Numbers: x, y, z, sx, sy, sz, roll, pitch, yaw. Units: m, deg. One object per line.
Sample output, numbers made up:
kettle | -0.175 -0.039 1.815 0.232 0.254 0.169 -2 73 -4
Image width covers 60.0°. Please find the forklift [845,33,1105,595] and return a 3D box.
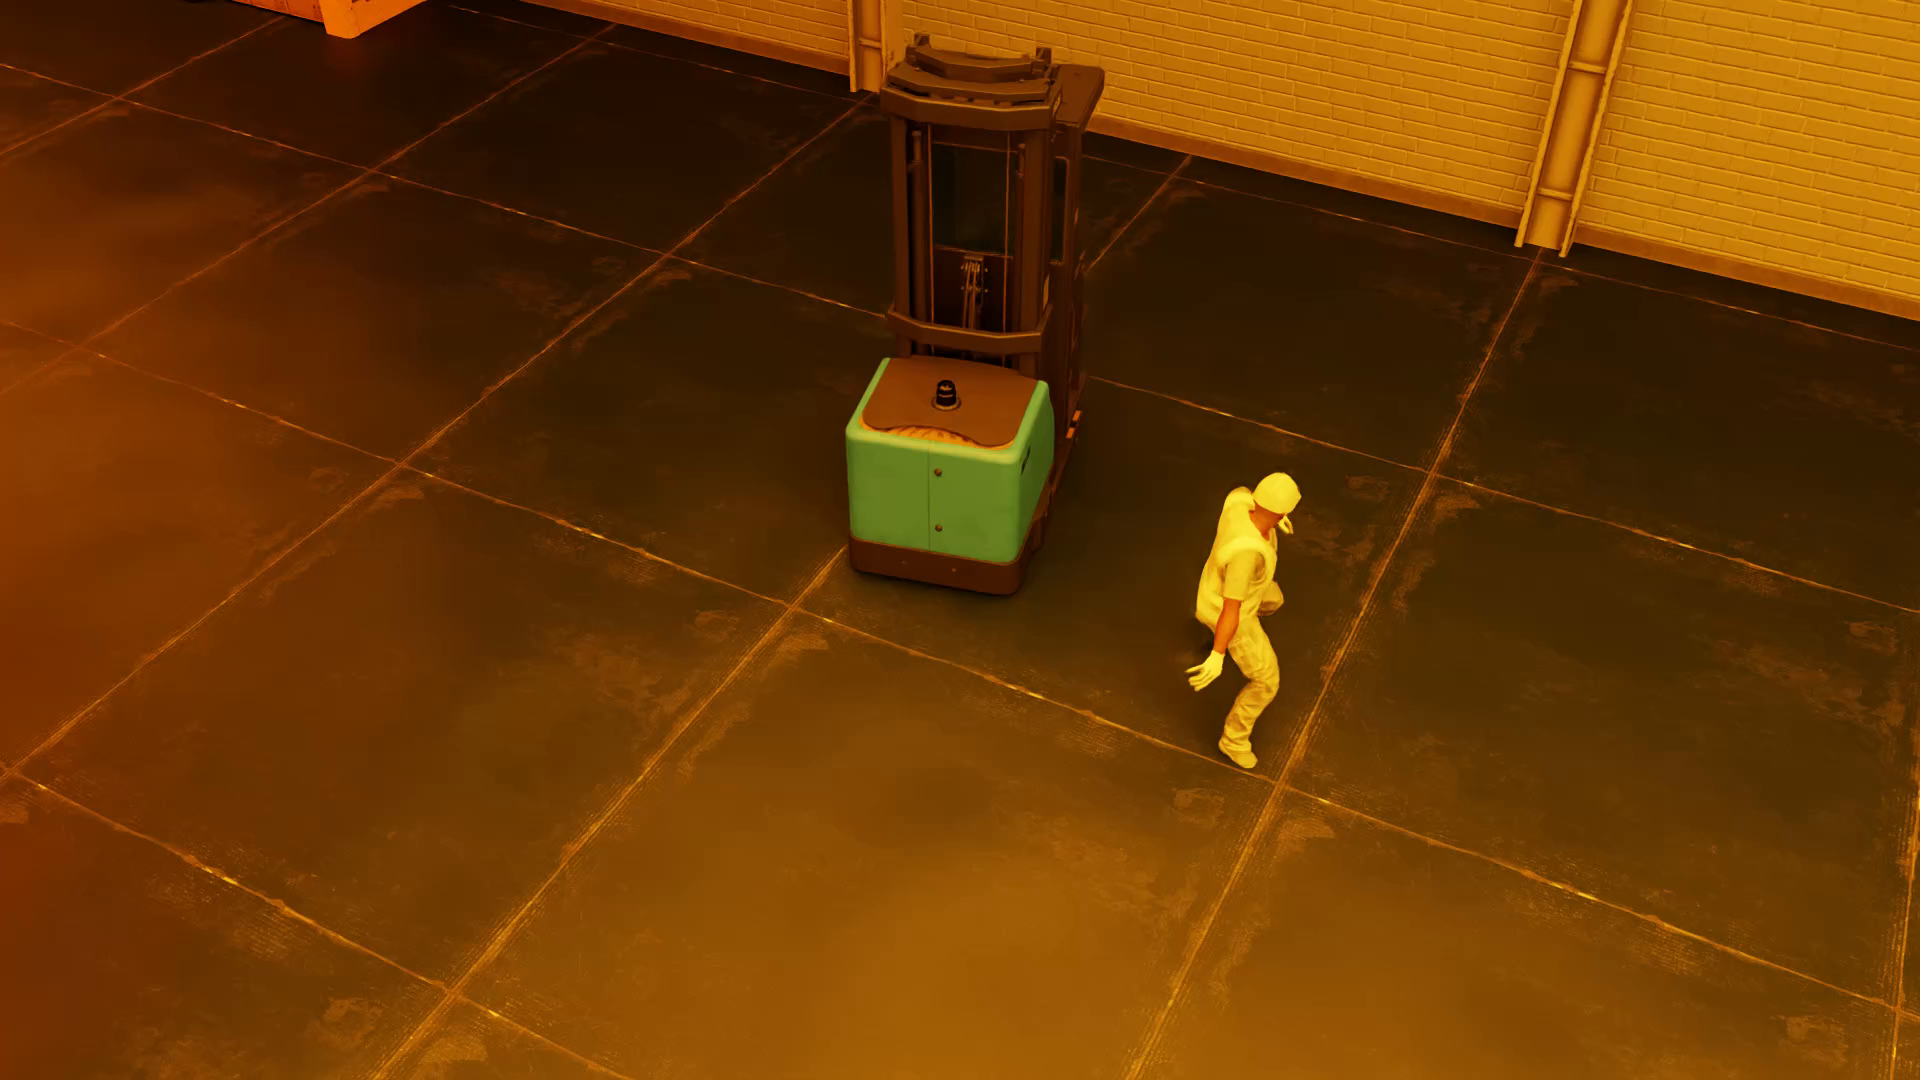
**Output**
forklift | 0.206 -1.755 10.070 1.130 2.935 3.031 10 41 11

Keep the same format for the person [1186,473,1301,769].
person | 1.460 0.350 8.649 0.523 1.678 1.237 9 41 11
